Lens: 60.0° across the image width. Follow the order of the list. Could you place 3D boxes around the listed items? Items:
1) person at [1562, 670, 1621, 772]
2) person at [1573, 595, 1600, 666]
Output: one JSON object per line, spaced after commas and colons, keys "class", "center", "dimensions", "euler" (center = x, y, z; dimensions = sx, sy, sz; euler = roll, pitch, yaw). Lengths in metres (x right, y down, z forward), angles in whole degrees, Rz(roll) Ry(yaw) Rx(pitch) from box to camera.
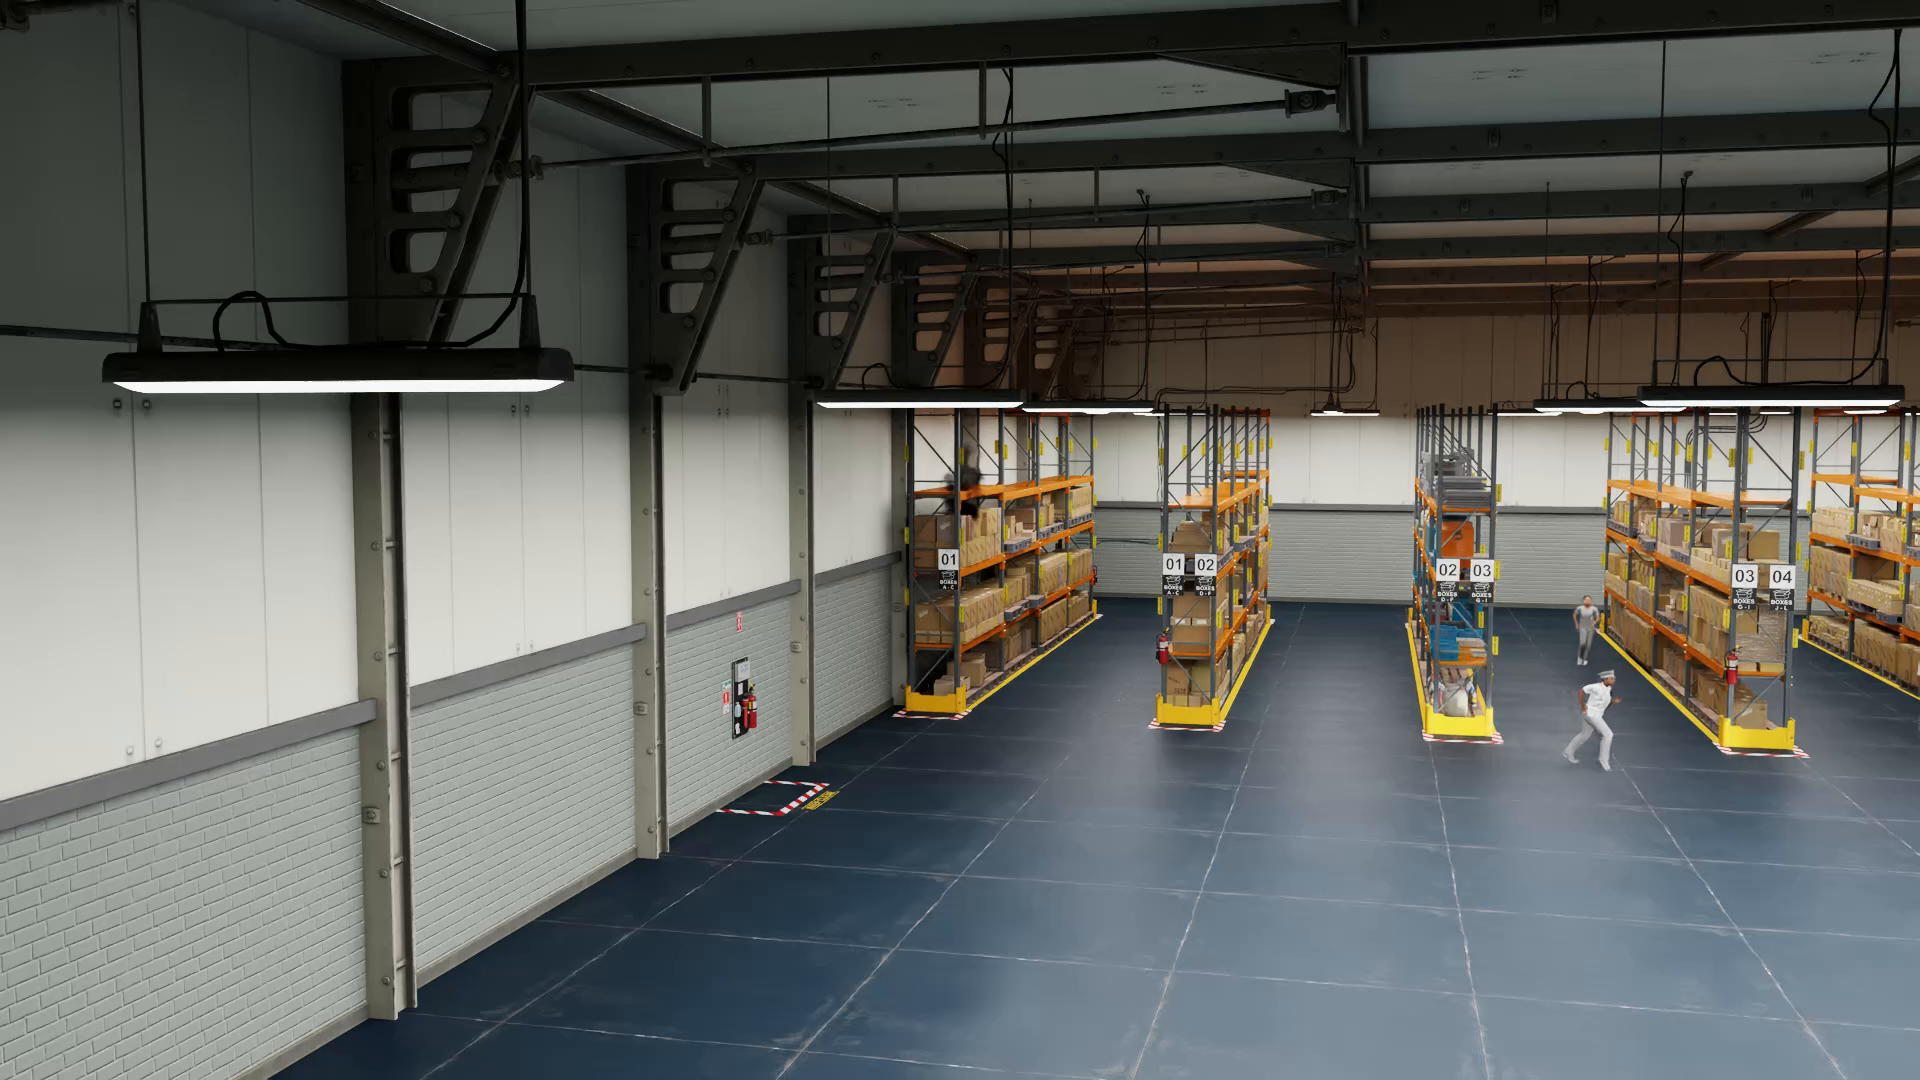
{"class": "person", "center": [10.342, 2.929, 27.253], "dimensions": [0.931, 1.678, 0.585], "euler": [3, 5, 38]}
{"class": "person", "center": [14.502, 2.090, 38.464], "dimensions": [0.569, 1.647, 0.634], "euler": [1, 4, 13]}
